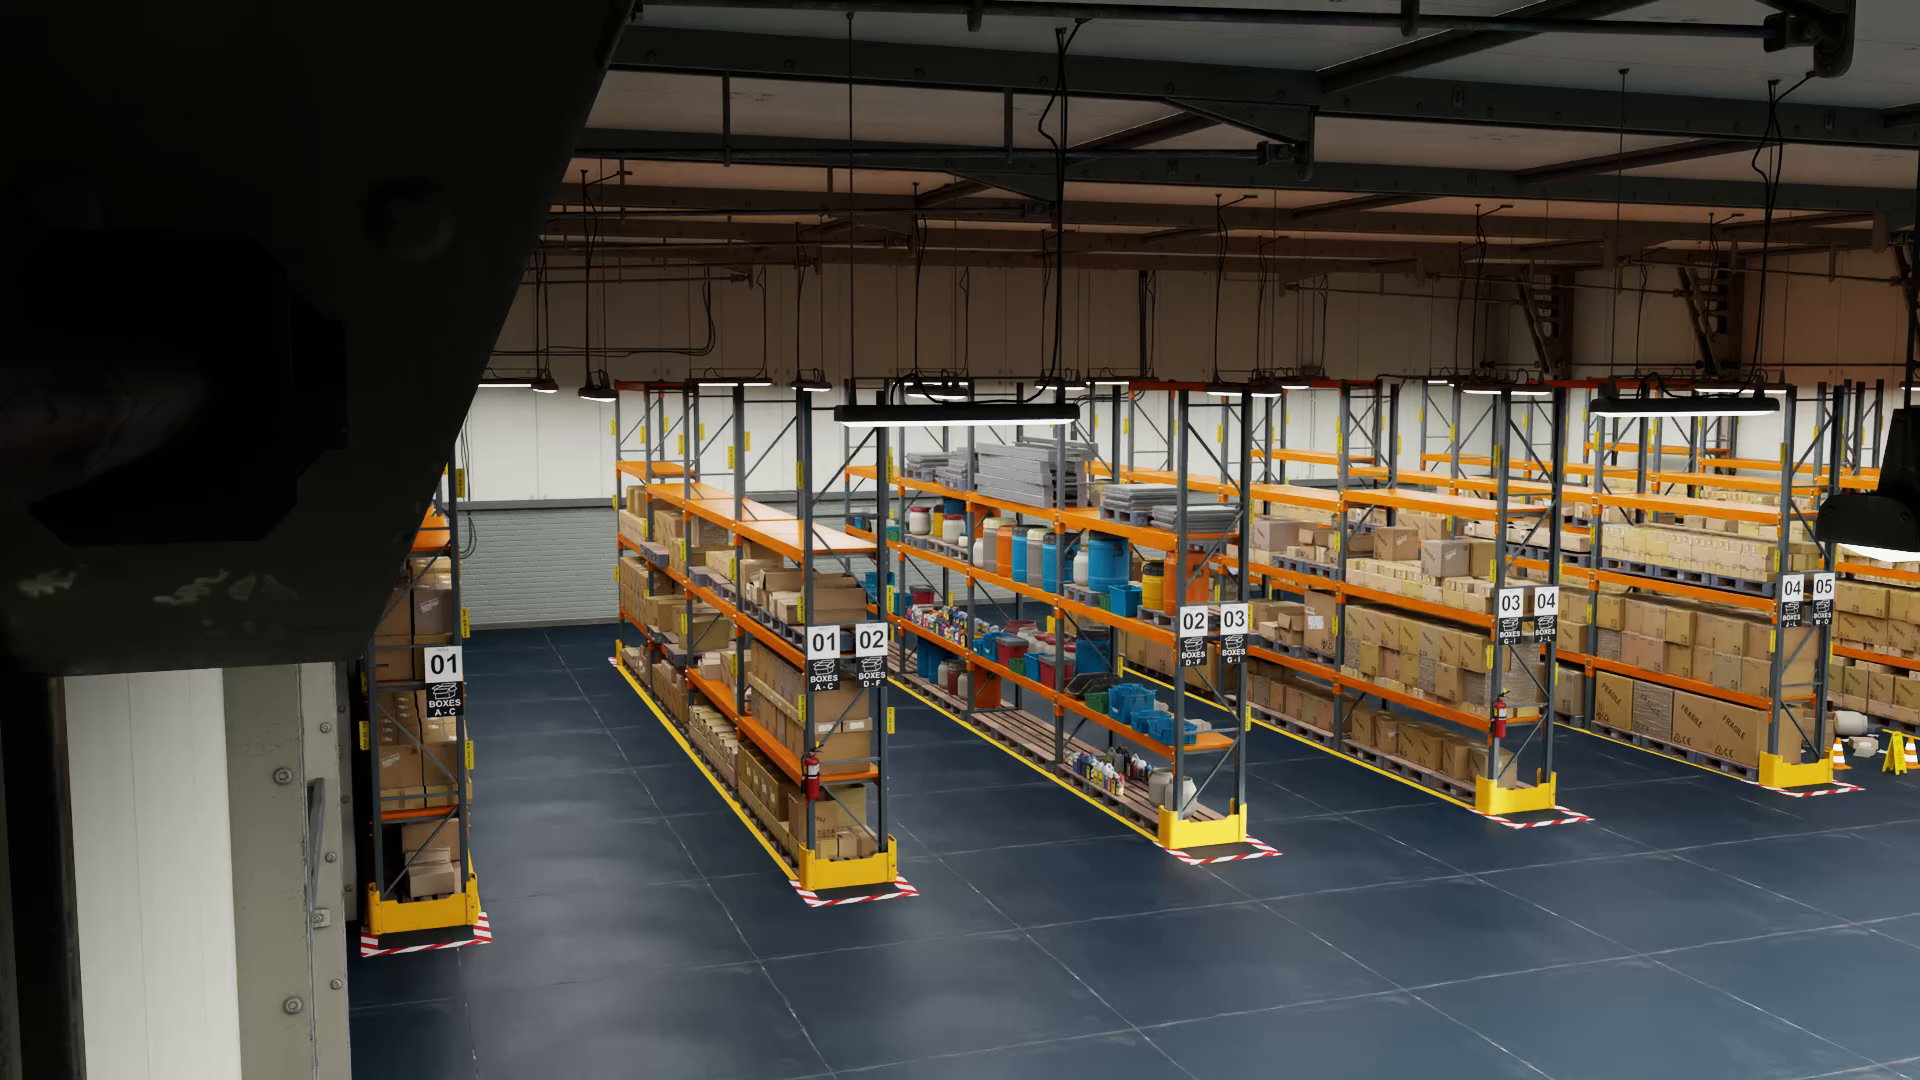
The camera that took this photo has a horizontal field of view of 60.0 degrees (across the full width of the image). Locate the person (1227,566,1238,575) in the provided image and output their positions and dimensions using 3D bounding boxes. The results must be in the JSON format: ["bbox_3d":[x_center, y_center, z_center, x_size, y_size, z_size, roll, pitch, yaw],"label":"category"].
[{"bbox_3d":[6.789,1.183,41.101,0.921,1.594,0.464,-2,6,-17],"label":"person"}]

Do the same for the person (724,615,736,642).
[{"bbox_3d":[-4.555,1.964,33.534,0.451,1.603,1.060,-2,6,-16],"label":"person"}]
